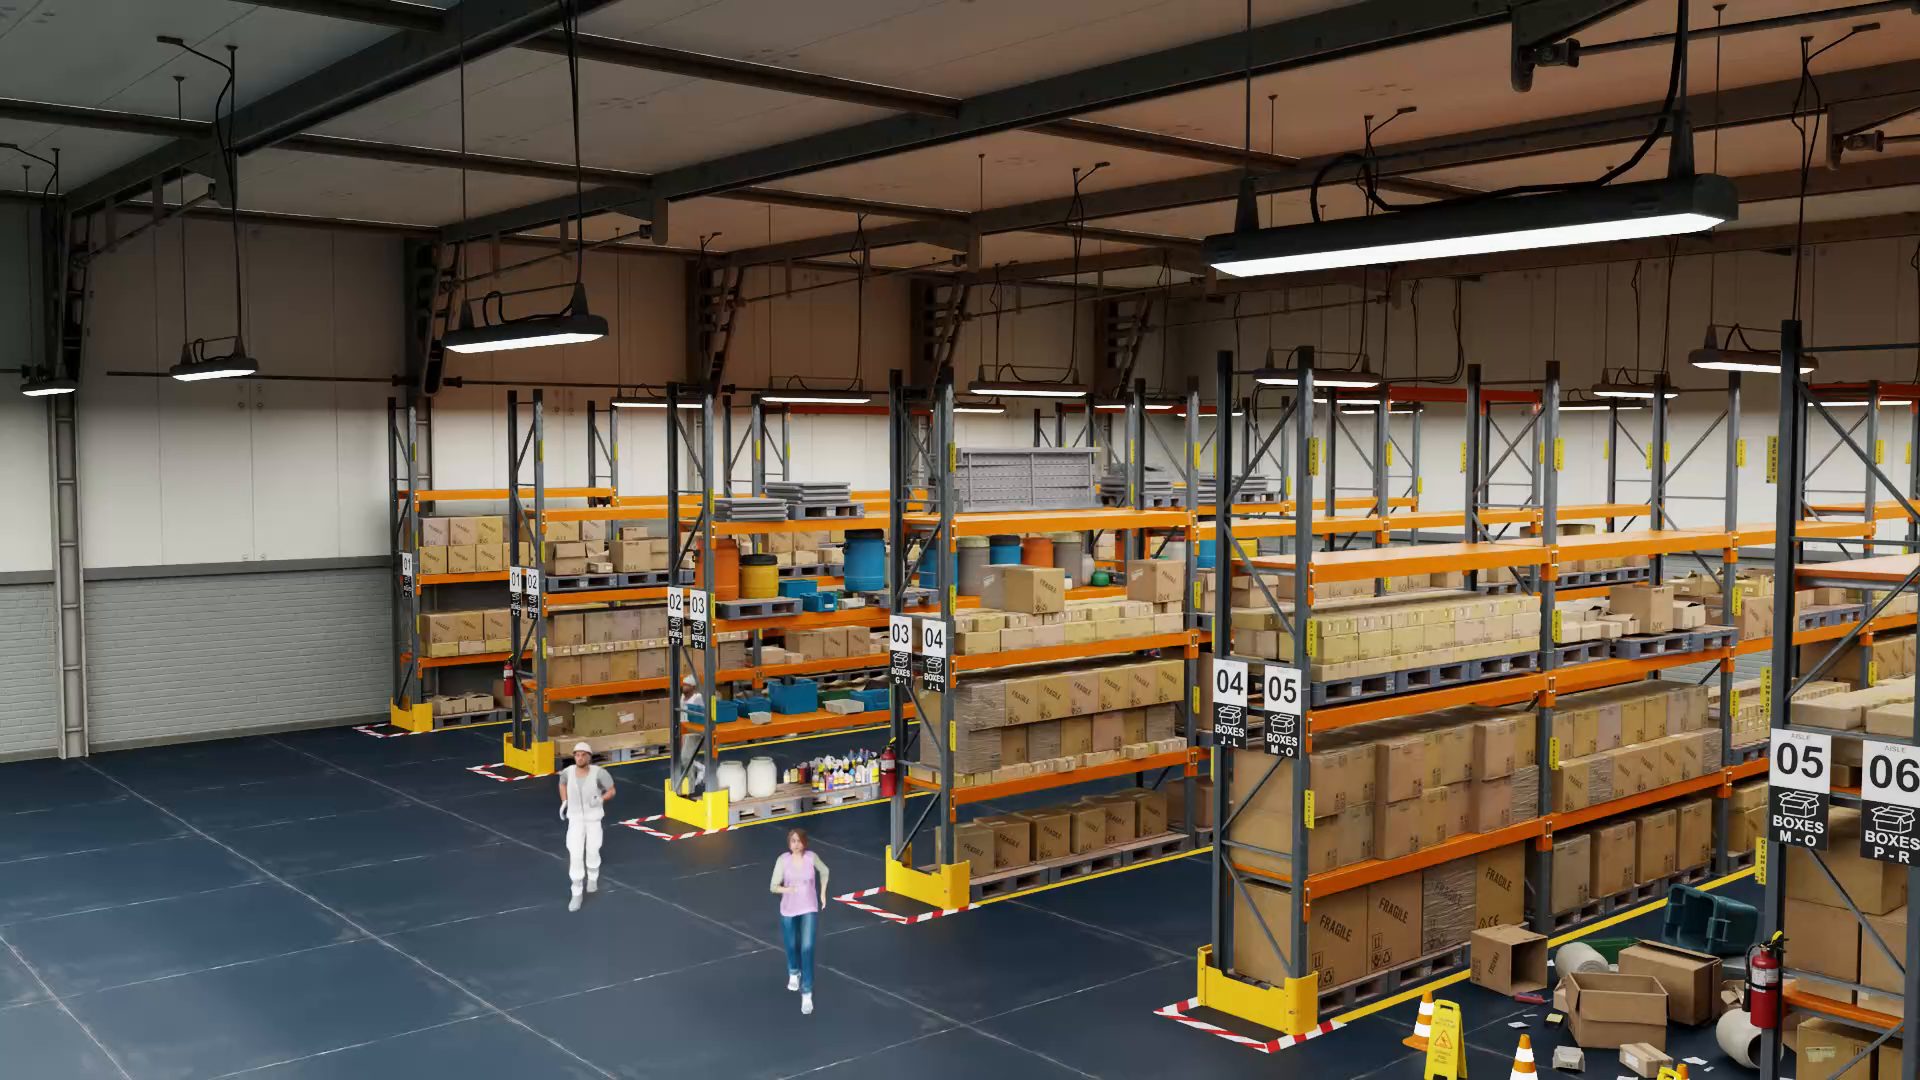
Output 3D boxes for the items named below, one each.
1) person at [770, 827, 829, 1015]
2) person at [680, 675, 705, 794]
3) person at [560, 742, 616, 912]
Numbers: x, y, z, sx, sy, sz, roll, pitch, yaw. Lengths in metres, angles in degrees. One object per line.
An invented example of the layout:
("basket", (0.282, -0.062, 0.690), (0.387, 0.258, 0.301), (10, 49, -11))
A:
("person", (-1.479, 3.472, 15.328), (0.513, 1.616, 0.750), (0, 3, 0))
("person", (-3.920, 2.864, 24.513), (0.619, 1.755, 0.704), (-3, 5, -43))
("person", (-4.191, 3.163, 18.703), (0.642, 1.822, 0.853), (0, 3, -7))
